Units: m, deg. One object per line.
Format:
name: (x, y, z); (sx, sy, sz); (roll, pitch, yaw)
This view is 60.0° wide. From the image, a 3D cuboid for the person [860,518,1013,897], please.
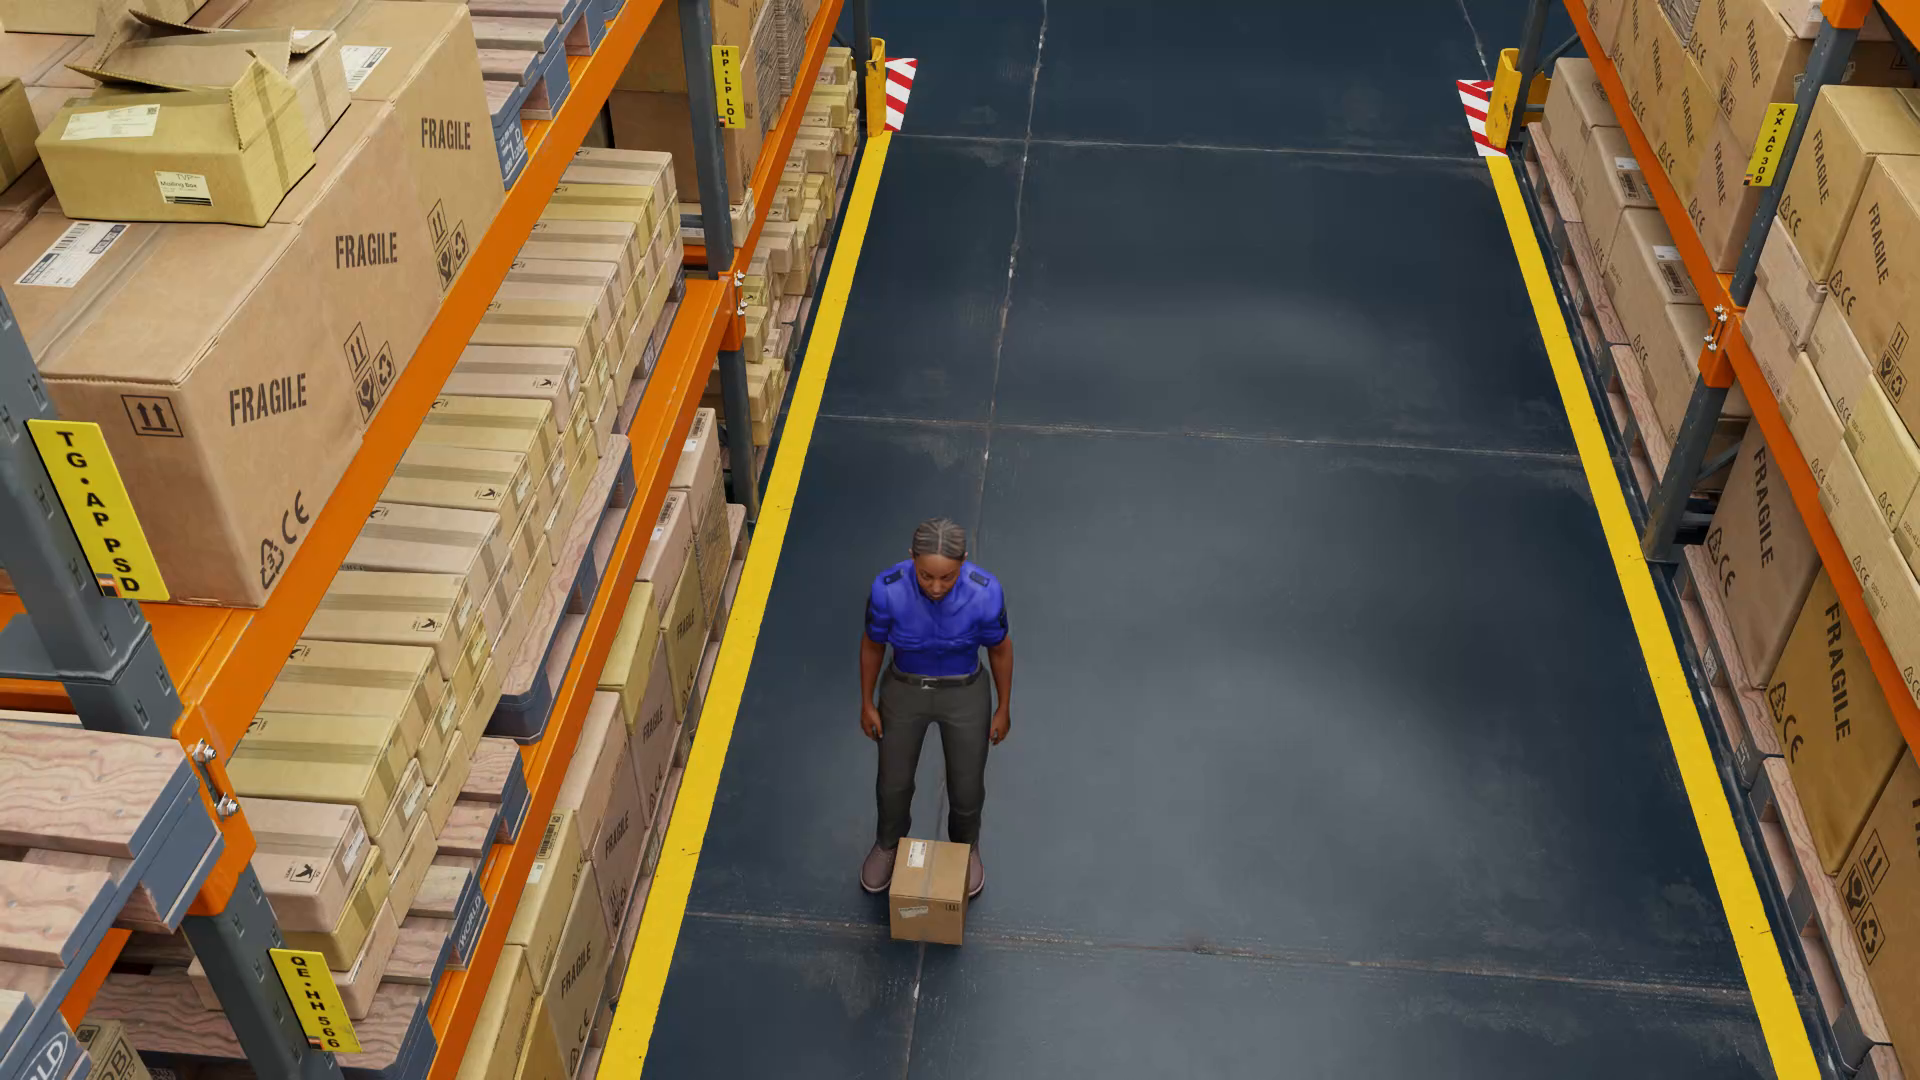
person: (-0.091, 0.541, 5.522); (0.527, 1.655, 0.348); (2, 40, 2)
